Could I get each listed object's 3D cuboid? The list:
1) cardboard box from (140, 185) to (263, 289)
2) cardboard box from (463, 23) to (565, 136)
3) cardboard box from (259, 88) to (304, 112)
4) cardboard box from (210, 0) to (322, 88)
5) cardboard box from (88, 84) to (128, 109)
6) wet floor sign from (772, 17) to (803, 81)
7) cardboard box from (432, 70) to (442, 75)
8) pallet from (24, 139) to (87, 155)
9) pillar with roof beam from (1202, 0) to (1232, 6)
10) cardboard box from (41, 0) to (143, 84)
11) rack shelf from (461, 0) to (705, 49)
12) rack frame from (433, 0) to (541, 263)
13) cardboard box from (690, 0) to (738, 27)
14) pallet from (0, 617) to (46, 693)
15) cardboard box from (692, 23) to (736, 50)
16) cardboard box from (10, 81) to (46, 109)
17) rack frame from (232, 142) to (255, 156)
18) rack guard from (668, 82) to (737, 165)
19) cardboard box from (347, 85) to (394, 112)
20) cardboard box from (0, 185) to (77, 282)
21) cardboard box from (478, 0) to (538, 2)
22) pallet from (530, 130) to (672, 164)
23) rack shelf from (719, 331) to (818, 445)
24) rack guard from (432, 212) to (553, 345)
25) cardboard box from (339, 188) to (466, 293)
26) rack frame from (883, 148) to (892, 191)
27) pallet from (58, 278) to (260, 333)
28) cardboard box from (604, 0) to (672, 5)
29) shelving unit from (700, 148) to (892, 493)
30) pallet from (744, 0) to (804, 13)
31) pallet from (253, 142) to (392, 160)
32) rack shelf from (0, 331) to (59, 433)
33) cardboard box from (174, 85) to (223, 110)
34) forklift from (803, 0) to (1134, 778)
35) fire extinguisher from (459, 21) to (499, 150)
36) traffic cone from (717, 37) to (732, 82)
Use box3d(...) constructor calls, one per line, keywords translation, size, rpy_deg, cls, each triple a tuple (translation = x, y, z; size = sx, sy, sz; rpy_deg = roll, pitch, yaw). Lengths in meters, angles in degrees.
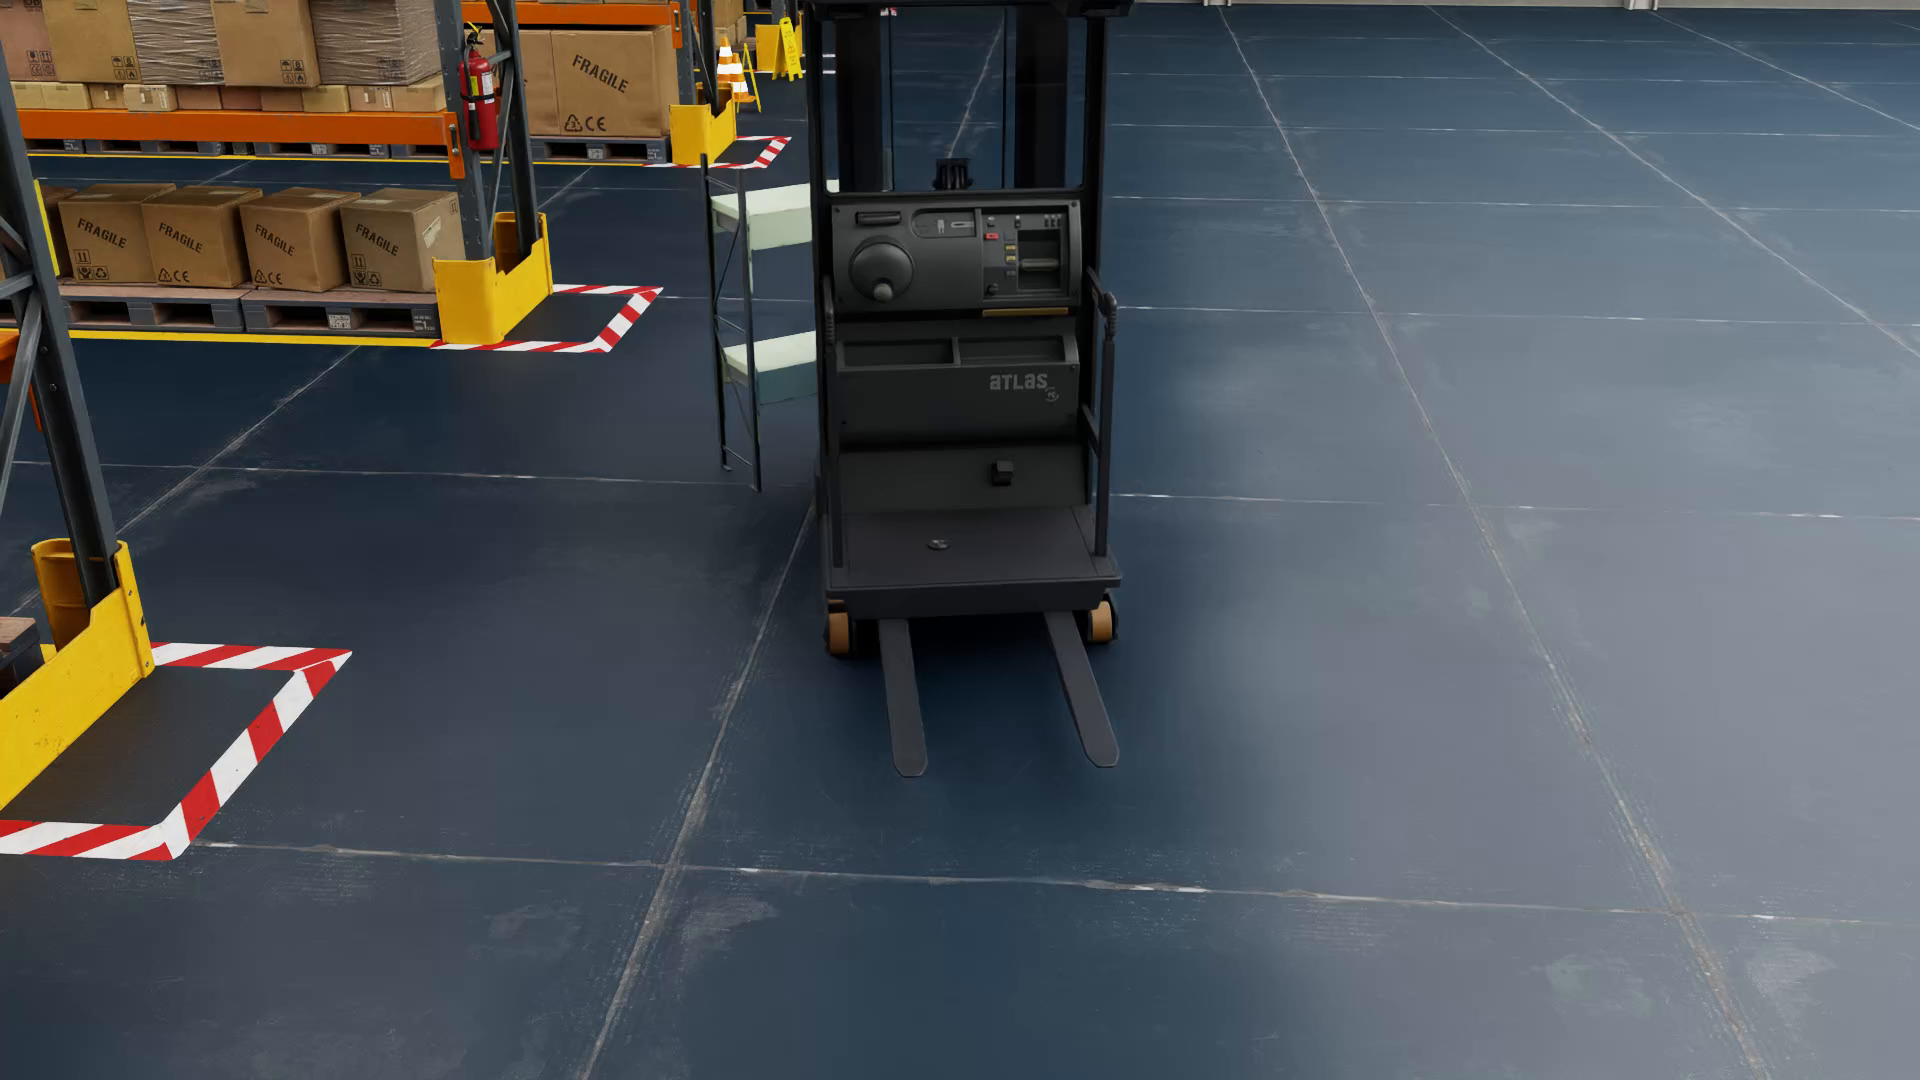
box3d(translation=(-4.602, -1.863, 10.198), size=(0.500, 0.500, 0.500), rpy_deg=(4, 25, 9), cls="cardboard box")
box3d(translation=(-3.838, -4.059, 14.522), size=(0.875, 0.875, 0.875), rpy_deg=(1, 25, 3), cls="cardboard box")
box3d(translation=(-3.810, -2.566, 9.539), size=(0.250, 0.149, 0.380), rpy_deg=(2, 25, 4), cls="cardboard box")
box3d(translation=(-3.814, -2.924, 9.540), size=(0.500, 0.500, 0.875), rpy_deg=(2, 25, 4), cls="cardboard box")
box3d(translation=(-4.807, -2.598, 9.609), size=(0.250, 0.149, 0.380), rpy_deg=(2, 25, 4), cls="cardboard box")
box3d(translation=(-1.893, -5.357, 18.120), size=(0.232, 0.644, 0.267), rpy_deg=(11, 27, 22), cls="wet floor sign")
box3d(translation=(-3.026, -2.742, 9.922), size=(0.250, 0.149, 0.380), rpy_deg=(2, 25, 4), cls="cardboard box")
box3d(translation=(-8.262, -3.705, 15.048), size=(1.213, 0.211, 1.003), rpy_deg=(2, 25, 4), cls="pallet")
box3d(translation=(3.403, -10.084, 18.400), size=(0.400, 9.000, 9.100), rpy_deg=(2, 25, 4), cls="pillar with roof beam")
box3d(translation=(-4.806, -2.979, 9.659), size=(0.500, 0.500, 0.875), rpy_deg=(2, 25, 4), cls="cardboard box")
box3d(translation=(-4.273, -4.549, 14.409), size=(4.000, 0.370, 1.077), rpy_deg=(2, 25, 4), cls="rack shelf")
box3d(translation=(-2.760, -2.748, 9.634), size=(0.127, 3.000, 1.000), rpy_deg=(2, 25, 4), cls="rack frame")
box3d(translation=(-2.820, -6.078, 18.760), size=(0.500, 0.500, 0.500), rpy_deg=(2, 25, 4), cls="cardboard box")
box3d(translation=(-4.028, 0.572, 5.755), size=(1.213, 0.211, 1.003), rpy_deg=(2, 25, 4), cls="pallet")
box3d(translation=(-2.851, -5.735, 18.911), size=(0.500, 0.250, 0.500), rpy_deg=(2, 25, 4), cls="cardboard box")
box3d(translation=(-5.308, -2.600, 9.613), size=(0.250, 0.149, 0.380), rpy_deg=(2, 25, 4), cls="cardboard box")
box3d(translation=(-6.267, -4.940, 14.398), size=(0.127, 3.000, 1.000), rpy_deg=(2, 25, 4), cls="rack frame")
box3d(translation=(-2.255, -3.676, 14.640), size=(0.348, 0.500, 1.175), rpy_deg=(2, 25, 4), cls="rack guard")
box3d(translation=(-3.309, -2.565, 9.537), size=(0.250, 0.149, 0.380), rpy_deg=(2, 25, 4), cls="cardboard box")
box3d(translation=(-5.780, -1.887, 10.250), size=(0.500, 0.500, 0.500), rpy_deg=(10, 27, 21), cls="cardboard box")
box3d(translation=(-3.751, -4.952, 14.244), size=(0.550, 0.550, 0.875), rpy_deg=(2, 25, 4), cls="cardboard box")
box3d(translation=(-3.082, -3.538, 14.687), size=(1.213, 0.211, 1.003), rpy_deg=(2, 25, 4), cls="pallet")
box3d(translation=(-0.734, -0.760, 7.887), size=(0.720, 0.370, 0.431), rpy_deg=(-15, 29, -30), cls="rack shelf")
box3d(translation=(-2.835, -1.615, 10.162), size=(0.348, 0.500, 1.175), rpy_deg=(2, 25, 4), cls="rack guard")
box3d(translation=(-3.381, -1.830, 10.127), size=(0.500, 0.500, 0.500), rpy_deg=(6, 25, 14), cls="cardboard box")
box3d(translation=(-0.428, -1.140, 7.934), size=(0.023, 1.500, 0.400), rpy_deg=(-15, 29, -30), cls="rack frame")
box3d(translation=(-4.856, -1.565, 10.398), size=(1.213, 0.211, 1.003), rpy_deg=(2, 25, 4), cls="pallet")
box3d(translation=(-2.653, -4.873, 14.073), size=(0.550, 0.550, 0.875), rpy_deg=(2, 25, 4), cls="cardboard box")
box3d(translation=(-0.734, -1.056, 7.751), size=(0.755, 1.500, 0.431), rpy_deg=(-15, 29, -30), cls="shelving unit")
box3d(translation=(-2.390, -7.688, 23.704), size=(1.213, 0.211, 1.003), rpy_deg=(2, 25, 4), cls="pallet")
box3d(translation=(-5.515, -3.616, 14.857), size=(1.213, 0.211, 1.003), rpy_deg=(2, 25, 4), cls="pallet")
box3d(translation=(-5.133, -0.421, 5.437), size=(4.000, 0.370, 1.077), rpy_deg=(2, 25, 4), cls="rack shelf")
box3d(translation=(-4.307, -2.590, 9.591), size=(0.250, 0.149, 0.380), rpy_deg=(2, 25, 4), cls="cardboard box")
box3d(translation=(0.012, -1.043, 6.010), size=(1.130, 2.935, 3.031), rpy_deg=(-2, 25, -5), cls="forklift")
box3d(translation=(-2.681, -2.517, 9.225), size=(0.183, 0.674, 0.296), rpy_deg=(2, 25, 4), cls="fire extinguisher")
box3d(translation=(-2.528, -5.202, 18.002), size=(0.334, 0.463, 0.336), rpy_deg=(2, 25, 4), cls="traffic cone")
